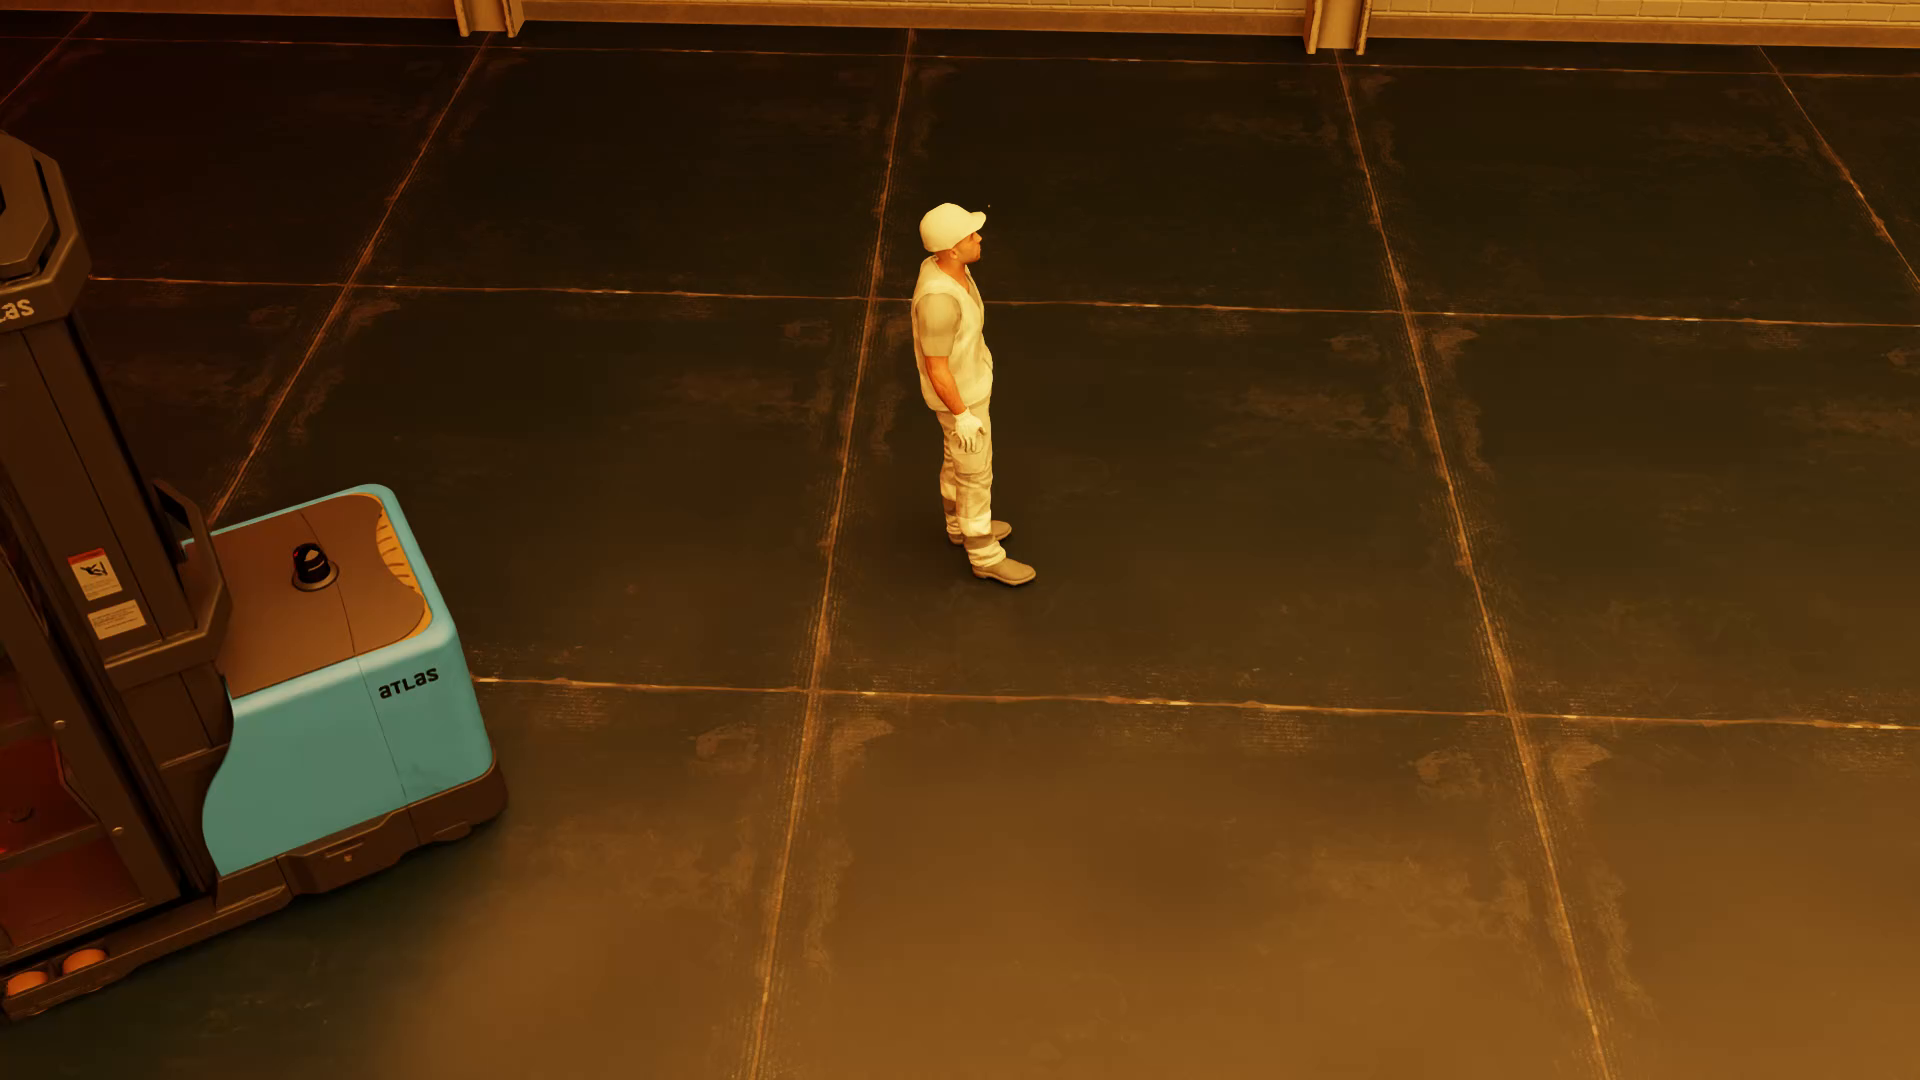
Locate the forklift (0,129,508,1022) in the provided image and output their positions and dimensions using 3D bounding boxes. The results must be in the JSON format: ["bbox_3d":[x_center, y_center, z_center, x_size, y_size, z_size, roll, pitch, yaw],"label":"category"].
[{"bbox_3d":[-3.355,0.230,5.490,3.031,2.935,1.130,-20,46,-21],"label":"forklift"}]

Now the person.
[{"bbox_3d":[0.079,-0.655,7.296,0.564,1.787,0.637,2,42,2],"label":"person"}]
